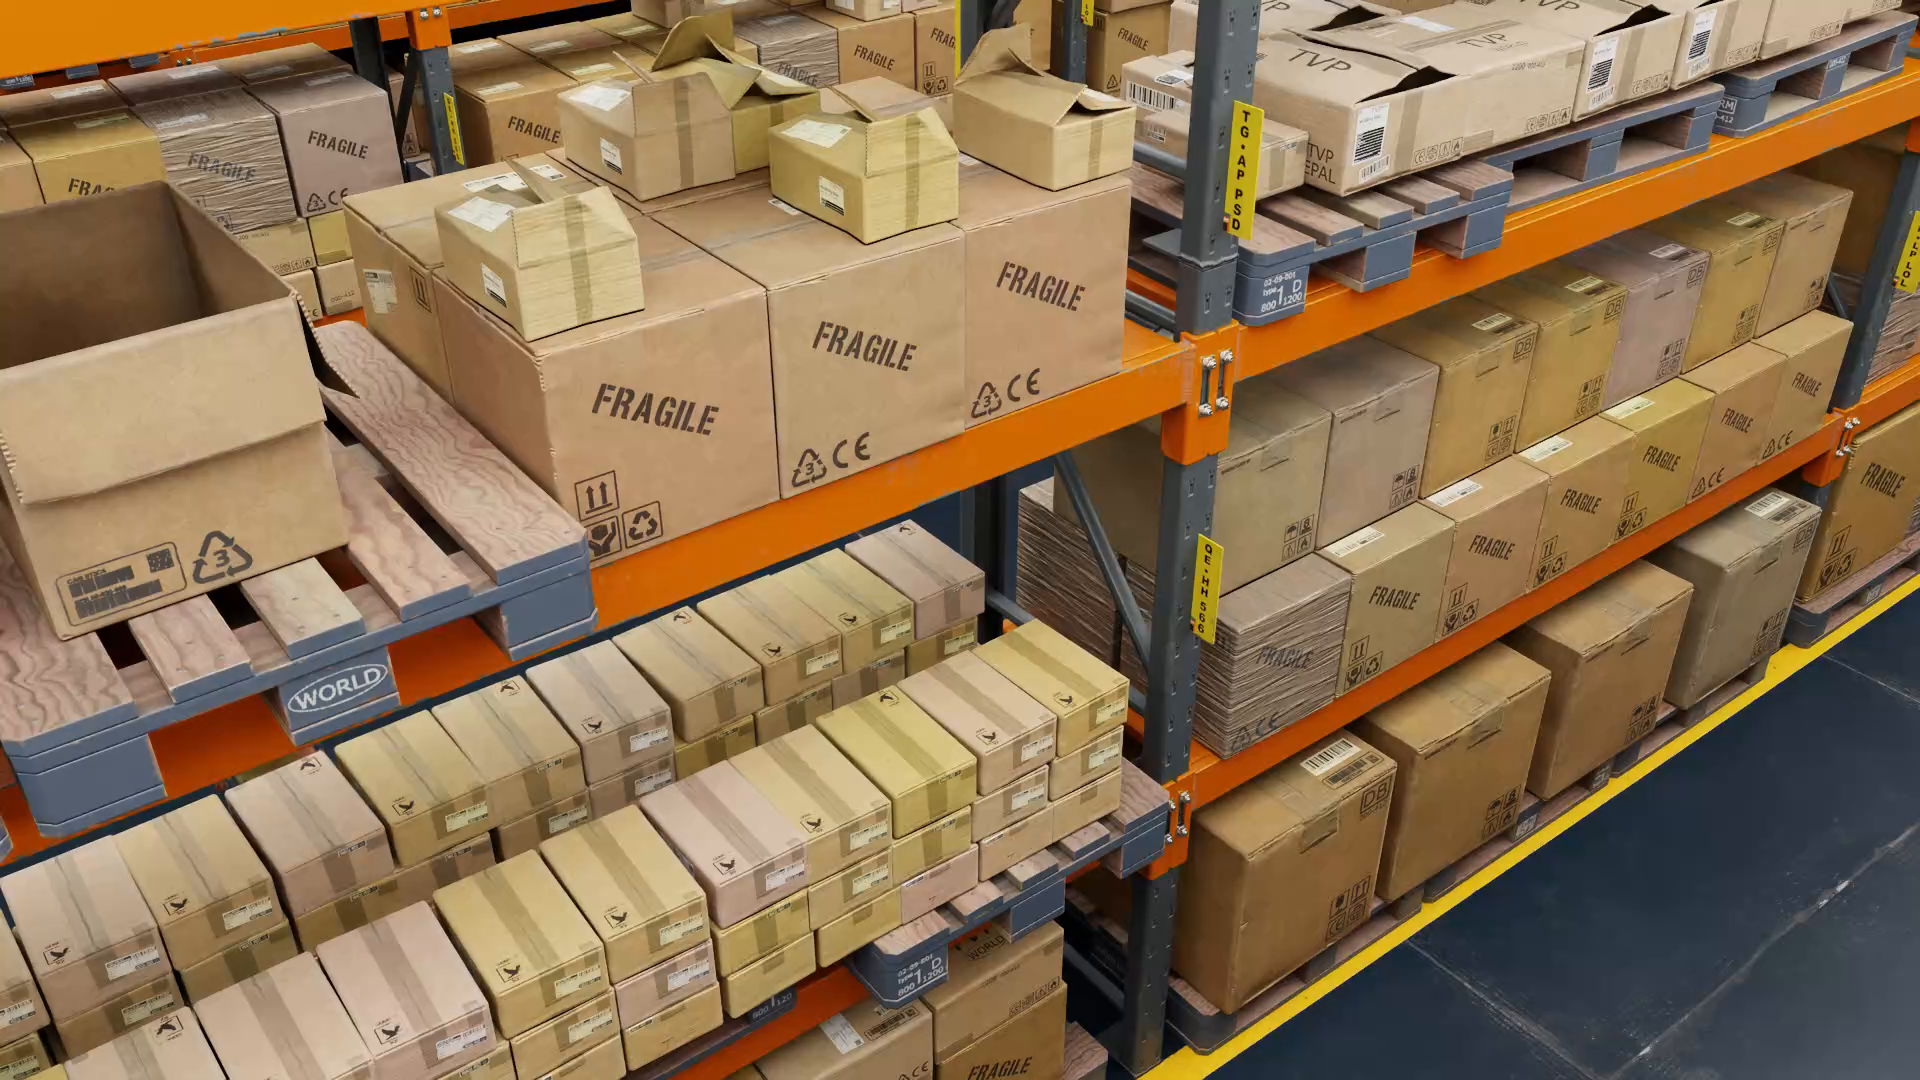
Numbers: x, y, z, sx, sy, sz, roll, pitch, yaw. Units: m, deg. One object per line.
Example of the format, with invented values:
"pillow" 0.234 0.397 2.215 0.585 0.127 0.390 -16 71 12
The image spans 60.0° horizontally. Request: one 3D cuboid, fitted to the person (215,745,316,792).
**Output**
"person" -2.387 0.964 5.854 0.587 1.447 0.506 -20 37 -28
